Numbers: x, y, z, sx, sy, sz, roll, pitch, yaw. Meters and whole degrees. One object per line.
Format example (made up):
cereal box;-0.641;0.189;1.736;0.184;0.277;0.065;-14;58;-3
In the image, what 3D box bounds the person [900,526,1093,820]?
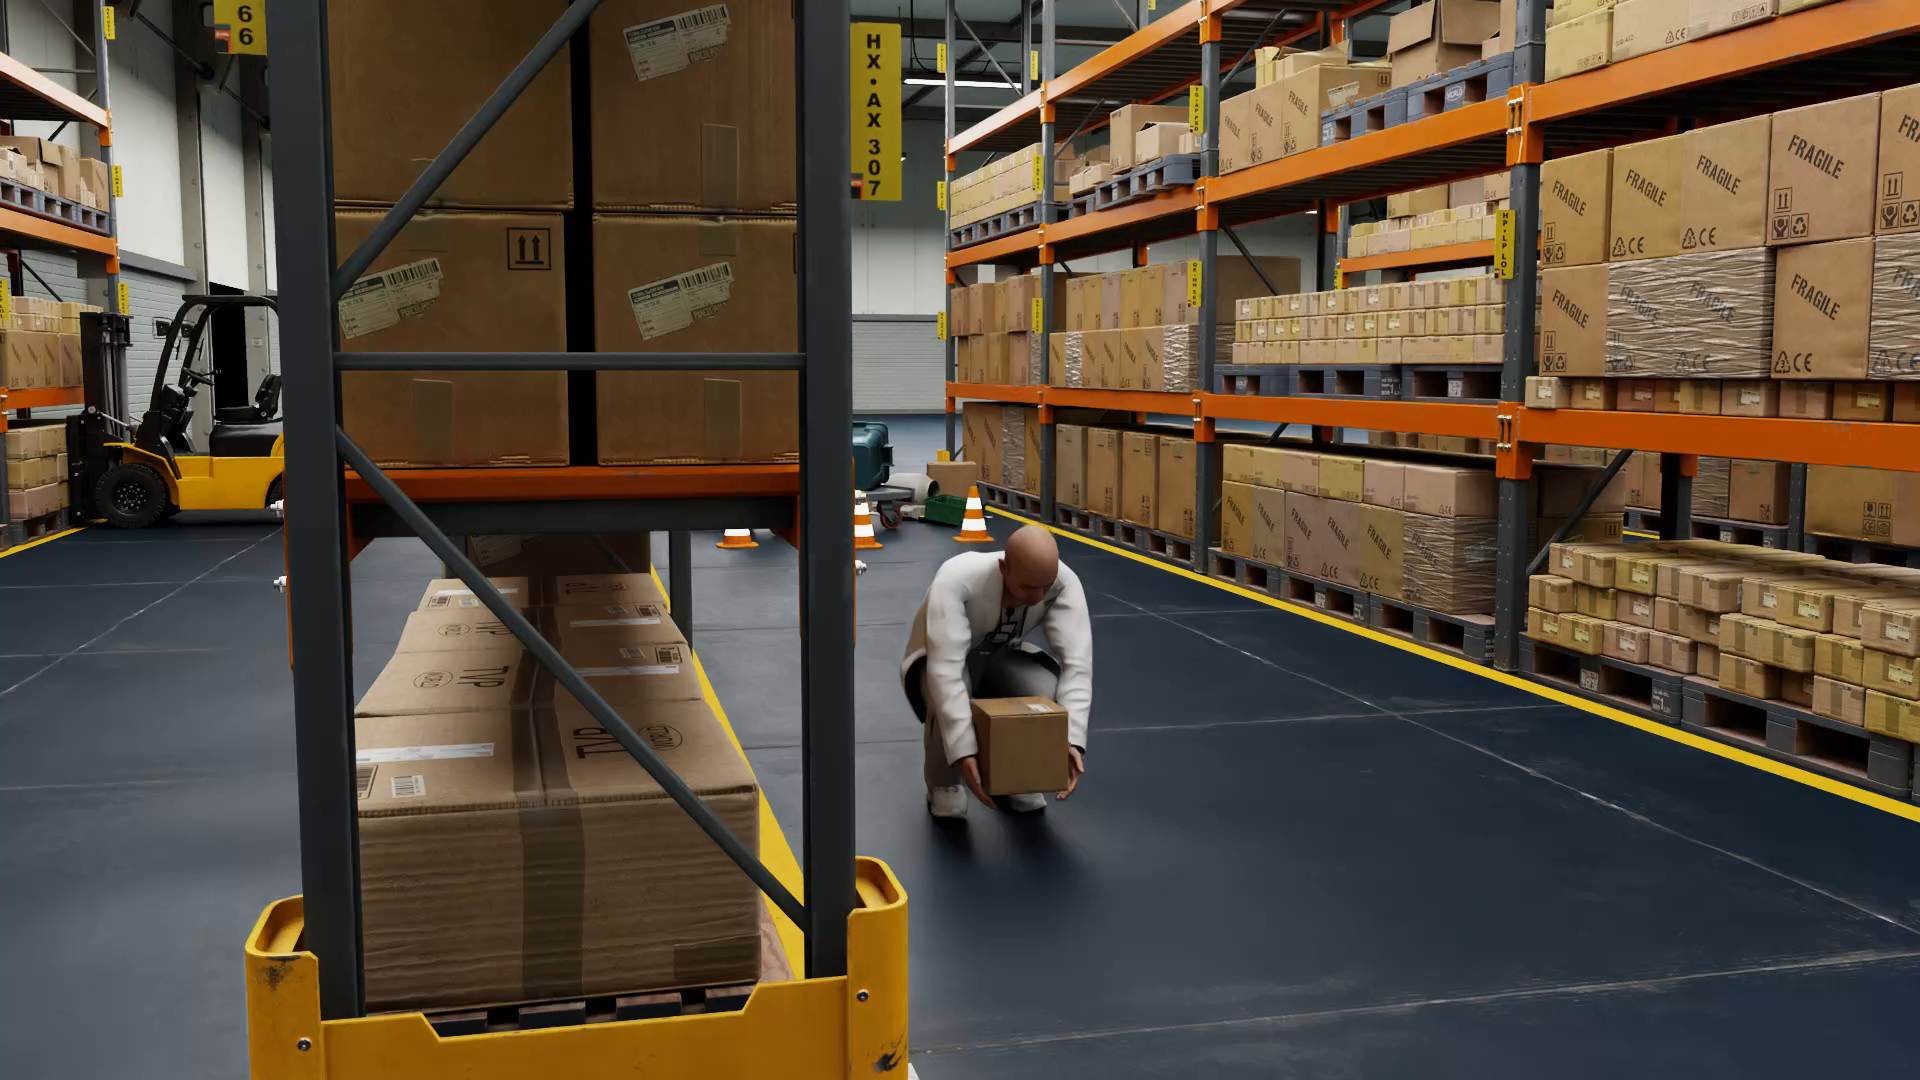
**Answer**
person;0.115;0.437;5.531;0.609;0.986;0.911;-1;6;-14
